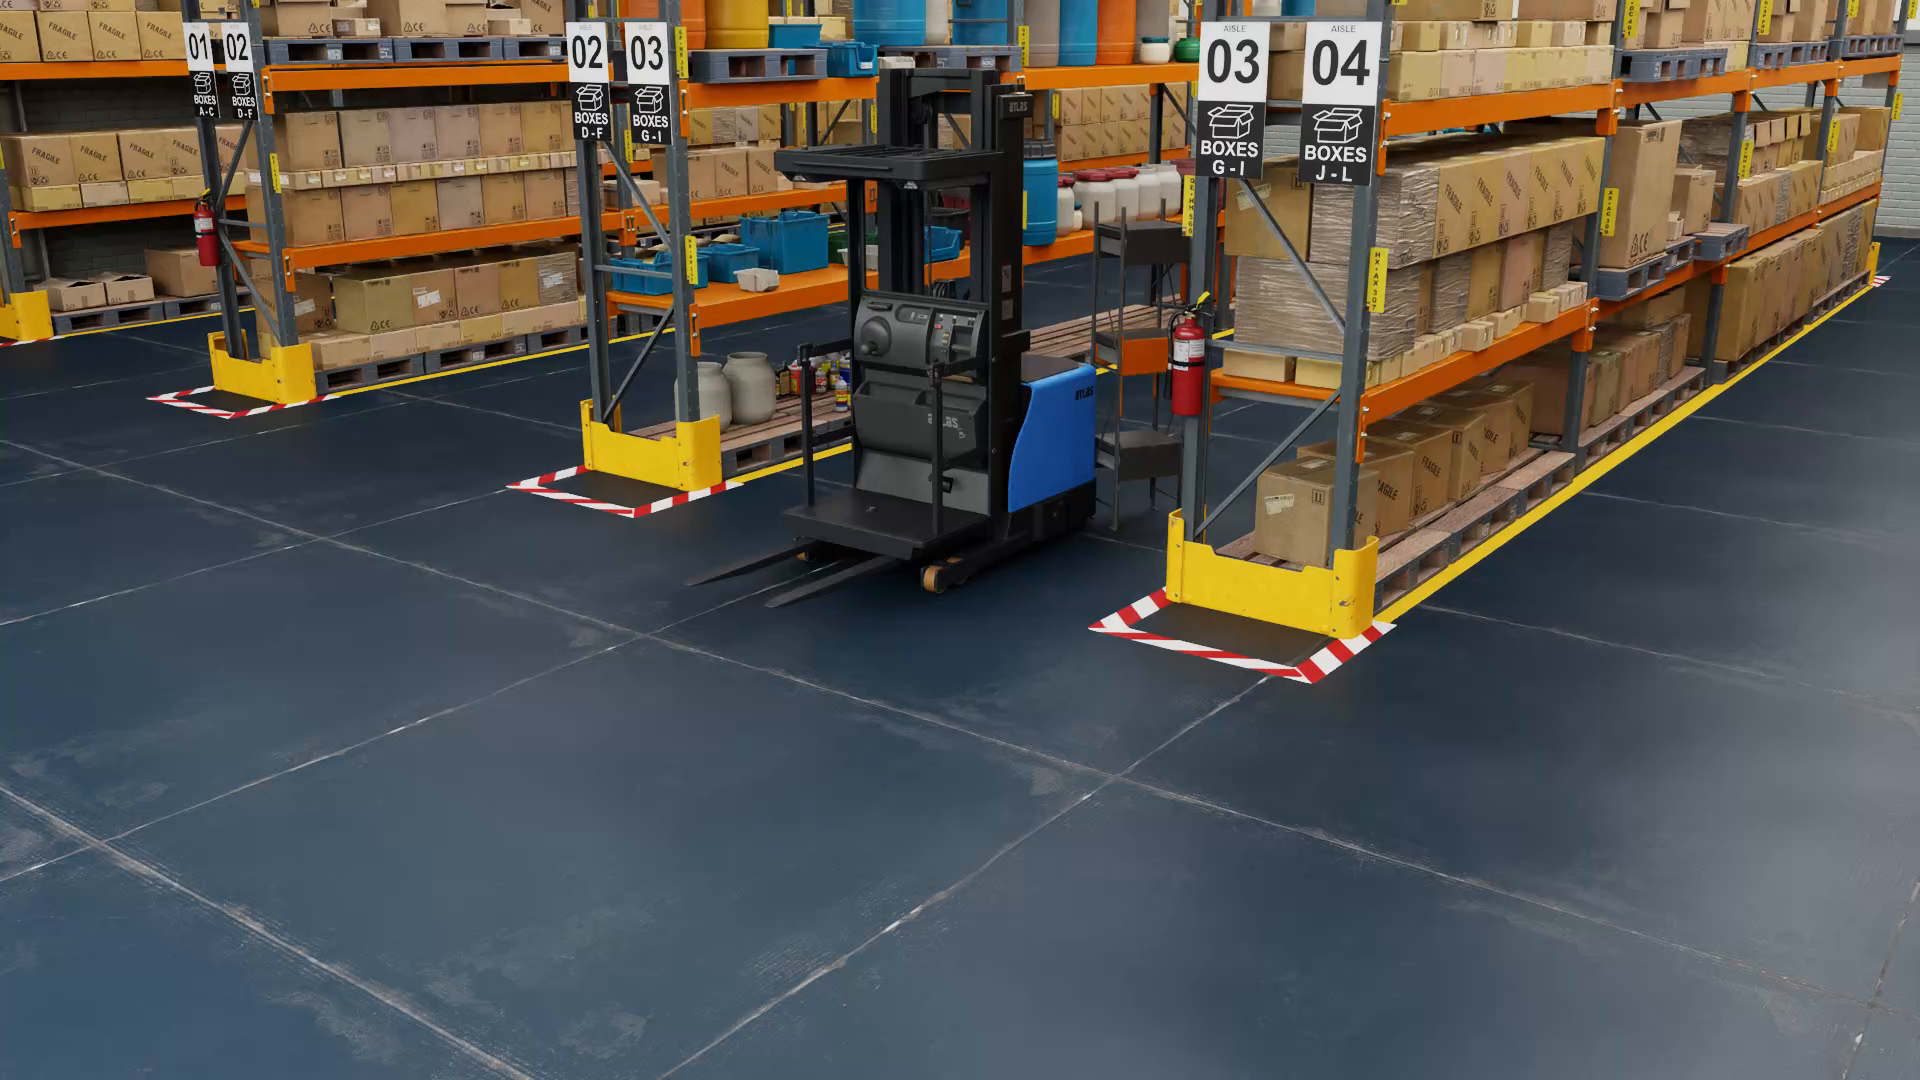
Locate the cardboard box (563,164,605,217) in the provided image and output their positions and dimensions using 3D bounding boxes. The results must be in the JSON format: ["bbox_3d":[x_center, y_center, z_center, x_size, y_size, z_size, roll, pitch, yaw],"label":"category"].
[{"bbox_3d":[-4.134,-3.658,17.296,0.700,0.500,0.500,12,21,33],"label":"cardboard box"}]

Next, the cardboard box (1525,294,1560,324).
[{"bbox_3d":[3.774,-1.556,11.121,0.380,0.149,0.250,12,21,35],"label":"cardboard box"}]

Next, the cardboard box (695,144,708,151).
[{"bbox_3d":[-4.022,-5.900,25.074,0.380,0.149,0.250,13,22,36],"label":"cardboard box"}]

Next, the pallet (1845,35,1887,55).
[{"bbox_3d":[10.069,-5.743,19.272,1.003,0.211,1.213,12,21,35],"label":"pallet"}]

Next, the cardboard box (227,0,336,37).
[{"bbox_3d":[-5.912,-4.650,14.482,0.797,0.503,0.637,14,22,38],"label":"cardboard box"}]

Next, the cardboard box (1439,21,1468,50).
[{"bbox_3d":[2.549,-2.768,9.121,0.380,0.149,0.250,13,22,37],"label":"cardboard box"}]

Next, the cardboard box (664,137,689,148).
[{"bbox_3d":[-4.361,-6.055,24.480,0.500,0.500,0.500,12,21,34],"label":"cardboard box"}]

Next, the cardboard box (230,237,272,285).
[{"bbox_3d":[-8.441,-3.353,19.957,0.500,0.500,0.500,11,20,31],"label":"cardboard box"}]

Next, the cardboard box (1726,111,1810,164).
[{"bbox_3d":[8.472,-4.244,17.493,0.797,0.503,0.637,12,21,33],"label":"cardboard box"}]

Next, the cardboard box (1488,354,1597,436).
[{"bbox_3d":[4.462,-1.124,12.779,0.700,0.500,0.500,11,20,31],"label":"cardboard box"}]

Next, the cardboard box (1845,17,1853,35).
[{"bbox_3d":[9.588,-5.924,18.658,0.700,0.500,0.500,14,22,37],"label":"cardboard box"}]

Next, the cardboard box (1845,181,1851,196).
[{"bbox_3d":[10.061,-4.071,19.220,0.380,0.149,0.250,13,21,35],"label":"cardboard box"}]

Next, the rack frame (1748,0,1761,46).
[{"bbox_3d":[6.463,-5.783,14.193,1.000,3.000,0.127,12,21,35],"label":"rack frame"}]

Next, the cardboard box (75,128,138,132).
[{"bbox_3d":[-9.516,-4.327,18.573,0.500,0.500,0.500,12,21,33],"label":"cardboard box"}]

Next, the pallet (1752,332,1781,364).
[{"bbox_3d":[7.720,-2.050,16.990,1.003,0.211,1.213,12,21,35],"label":"pallet"}]

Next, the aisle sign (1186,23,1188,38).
[{"bbox_3d":[3.562,-7.779,26.351,0.394,0.787,0.004,12,21,35],"label":"aisle sign"}]

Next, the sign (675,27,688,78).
[{"bbox_3d":[-1.843,-3.226,11.003,0.100,0.325,0.005,12,21,35],"label":"sign"}]

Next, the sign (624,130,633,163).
[{"bbox_3d":[-3.428,-4.070,17.200,0.100,0.325,0.005,12,21,35],"label":"sign"}]

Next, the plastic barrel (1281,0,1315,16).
[{"bbox_3d":[3.974,-6.185,18.992,0.600,0.901,0.708,12,21,35],"label":"plastic barrel"}]

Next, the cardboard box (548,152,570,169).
[{"bbox_3d":[-4.167,-3.850,16.823,0.380,0.149,0.250,12,21,33],"label":"cardboard box"}]

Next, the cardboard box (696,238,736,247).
[{"bbox_3d":[-2.957,-3.382,19.558,0.500,0.311,0.500,12,21,34],"label":"cardboard box"}]

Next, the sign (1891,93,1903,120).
[{"bbox_3d":[11.657,-5.390,20.692,0.100,0.325,0.005,12,21,35],"label":"sign"}]

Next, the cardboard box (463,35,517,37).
[{"bbox_3d":[-6.318,-6.743,22.134,0.797,0.503,0.637,16,24,42],"label":"cardboard box"}]

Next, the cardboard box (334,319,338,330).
[{"bbox_3d":[-5.887,-1.953,15.902,0.500,0.250,0.500,12,21,35],"label":"cardboard box"}]

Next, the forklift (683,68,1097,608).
[{"bbox_3d":[-0.372,-1.249,9.824,1.130,2.935,3.031,12,21,34],"label":"forklift"}]

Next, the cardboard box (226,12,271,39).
[{"bbox_3d":[-8.269,-5.799,19.100,0.500,0.500,0.500,10,20,30],"label":"cardboard box"}]

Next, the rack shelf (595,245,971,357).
[{"bbox_3d":[-1.090,-2.021,13.406,1.077,0.370,4.000,12,21,35],"label":"rack shelf"}]

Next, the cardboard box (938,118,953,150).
[{"bbox_3d":[-0.508,-5.272,21.786,0.500,0.500,0.700,-15,23,-40],"label":"cardboard box"}]

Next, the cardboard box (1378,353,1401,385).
[{"bbox_3d":[2.222,-0.975,9.248,0.380,0.149,0.250,12,21,35],"label":"cardboard box"}]

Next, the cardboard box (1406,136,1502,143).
[{"bbox_3d":[3.310,-2.451,11.223,0.500,0.500,0.500,12,21,35],"label":"cardboard box"}]

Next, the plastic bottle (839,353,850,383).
[{"bbox_3d":[-0.945,-1.465,14.253,0.152,0.276,0.135,12,21,35],"label":"plastic bottle"}]

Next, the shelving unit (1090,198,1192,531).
[{"bbox_3d":[1.171,-1.142,10.881,0.503,2.100,0.431,-7,19,-22],"label":"shelving unit"}]

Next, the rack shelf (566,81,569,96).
[{"bbox_3d":[-2.683,-5.282,18.851,1.077,0.370,4.000,12,21,35],"label":"rack shelf"}]

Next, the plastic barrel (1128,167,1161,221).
[{"bbox_3d":[1.792,-3.464,16.651,0.421,0.512,0.421,0,17,0],"label":"plastic barrel"}]

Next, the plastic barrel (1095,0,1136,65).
[{"bbox_3d":[1.431,-5.118,16.385,0.600,0.830,0.708,12,21,35],"label":"plastic barrel"}]

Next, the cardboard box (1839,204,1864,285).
[{"bbox_3d":[10.370,-3.626,20.237,0.875,0.875,0.875,12,21,35],"label":"cardboard box"}]

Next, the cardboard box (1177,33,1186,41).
[{"bbox_3d":[3.181,-7.767,25.892,0.500,0.250,0.500,12,21,35],"label":"cardboard box"}]

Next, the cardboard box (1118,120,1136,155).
[{"bbox_3d":[2.319,-6.106,25.180,0.500,0.500,0.500,12,21,34],"label":"cardboard box"}]

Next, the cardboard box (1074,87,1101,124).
[{"bbox_3d":[1.706,-6.333,24.225,0.500,0.500,0.500,12,21,33],"label":"cardboard box"}]

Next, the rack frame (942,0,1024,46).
[{"bbox_3d":[0.101,-5.706,13.944,1.000,3.000,0.127,12,21,35],"label":"rack frame"}]

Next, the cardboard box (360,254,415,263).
[{"bbox_3d":[-7.430,-3.786,21.350,0.700,0.500,0.500,13,22,37],"label":"cardboard box"}]

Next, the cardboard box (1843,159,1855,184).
[{"bbox_3d":[9.941,-4.249,19.119,0.500,0.250,0.500,13,22,36],"label":"cardboard box"}]

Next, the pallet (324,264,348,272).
[{"bbox_3d":[-7.392,-3.445,21.482,1.003,0.211,1.213,12,21,35],"label":"pallet"}]

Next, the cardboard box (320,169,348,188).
[{"bbox_3d":[-5.696,-3.240,14.858,0.380,0.149,0.250,12,21,33],"label":"cardboard box"}]

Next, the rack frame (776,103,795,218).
[{"bbox_3d":[-3.088,-6.497,26.607,1.000,3.000,0.127,12,21,35],"label":"rack frame"}]

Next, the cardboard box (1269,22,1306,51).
[{"bbox_3d":[1.611,-2.685,8.856,0.380,0.149,0.250,12,21,35],"label":"cardboard box"}]

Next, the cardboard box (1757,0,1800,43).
[{"bbox_3d":[7.663,-5.091,16.139,0.797,0.503,0.637,12,21,34],"label":"cardboard box"}]

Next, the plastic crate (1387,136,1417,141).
[{"bbox_3d":[5.602,-4.974,21.493,0.402,0.464,0.583,12,21,35],"label":"plastic crate"}]

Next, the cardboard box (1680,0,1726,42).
[{"bbox_3d":[5.775,-4.240,13.270,0.500,0.500,0.500,13,21,36],"label":"cardboard box"}]

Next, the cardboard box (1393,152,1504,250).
[{"bbox_3d":[2.843,-2.000,9.770,0.500,0.500,0.500,12,21,35],"label":"cardboard box"}]

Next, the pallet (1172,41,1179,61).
[{"bbox_3d":[3.019,-5.301,18.015,1.003,0.211,1.213,12,21,35],"label":"pallet"}]

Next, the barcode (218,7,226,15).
[{"bbox_3d":[-6.465,-4.631,14.562,0.001,0.075,0.075,12,21,35],"label":"barcode"}]

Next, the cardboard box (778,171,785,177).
[{"bbox_3d":[-2.179,-4.448,20.160,0.500,0.311,0.500,12,21,34],"label":"cardboard box"}]

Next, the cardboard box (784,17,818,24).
[{"bbox_3d":[-2.014,-5.985,19.446,0.500,0.250,0.500,13,22,36],"label":"cardboard box"}]

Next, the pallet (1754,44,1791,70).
[{"bbox_3d":[6.804,-4.423,15.190,1.213,0.211,1.003,14,22,37],"label":"pallet"}]

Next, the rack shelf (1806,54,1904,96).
[{"bbox_3d":[10.038,-5.436,19.347,1.077,0.370,4.000,12,21,35],"label":"rack shelf"}]

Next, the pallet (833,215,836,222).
[{"bbox_3d":[-1.846,-5.624,28.499,1.003,0.211,1.213,12,21,35],"label":"pallet"}]

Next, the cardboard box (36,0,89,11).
[{"bbox_3d":[-9.474,-5.765,17.305,0.500,0.500,0.500,12,21,34],"label":"cardboard box"}]

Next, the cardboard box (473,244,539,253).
[{"bbox_3d":[-4.694,-2.787,17.324,0.500,0.500,0.500,12,21,35],"label":"cardboard box"}]
